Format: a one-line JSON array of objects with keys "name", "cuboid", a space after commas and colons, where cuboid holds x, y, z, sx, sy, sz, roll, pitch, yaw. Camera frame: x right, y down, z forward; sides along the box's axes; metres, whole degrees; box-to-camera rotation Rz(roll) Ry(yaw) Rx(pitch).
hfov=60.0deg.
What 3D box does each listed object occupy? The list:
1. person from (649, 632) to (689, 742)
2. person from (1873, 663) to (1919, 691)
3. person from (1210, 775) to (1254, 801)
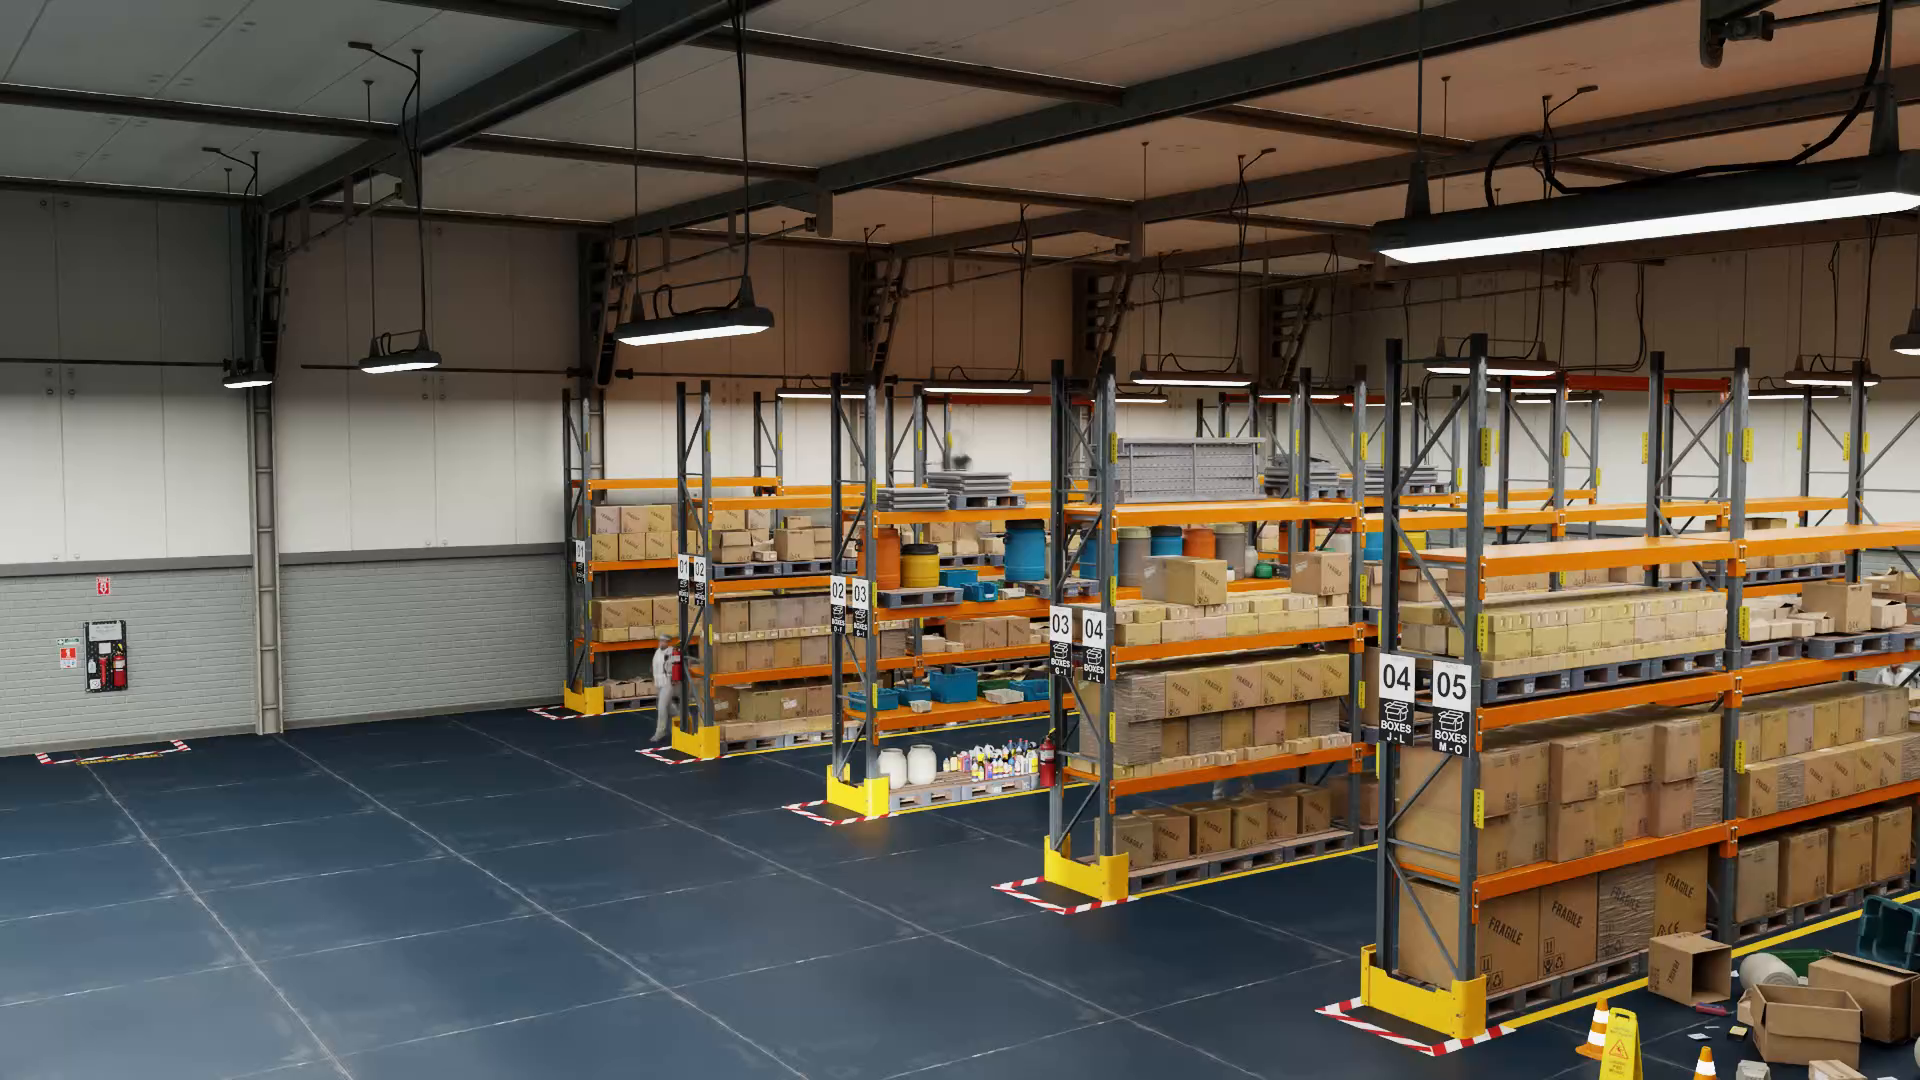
[{"name": "person", "cuboid": [-4.971, 2.450, 28.174, 0.701, 1.804, 0.927, 3, 5, 42]}, {"name": "person", "cuboid": [14.545, 2.597, 25.845, 0.867, 1.806, 0.633, -3, 5, -40]}, {"name": "person", "cuboid": [3.816, 2.797, 23.224, 0.788, 1.821, 0.680, -3, 5, -41]}]
